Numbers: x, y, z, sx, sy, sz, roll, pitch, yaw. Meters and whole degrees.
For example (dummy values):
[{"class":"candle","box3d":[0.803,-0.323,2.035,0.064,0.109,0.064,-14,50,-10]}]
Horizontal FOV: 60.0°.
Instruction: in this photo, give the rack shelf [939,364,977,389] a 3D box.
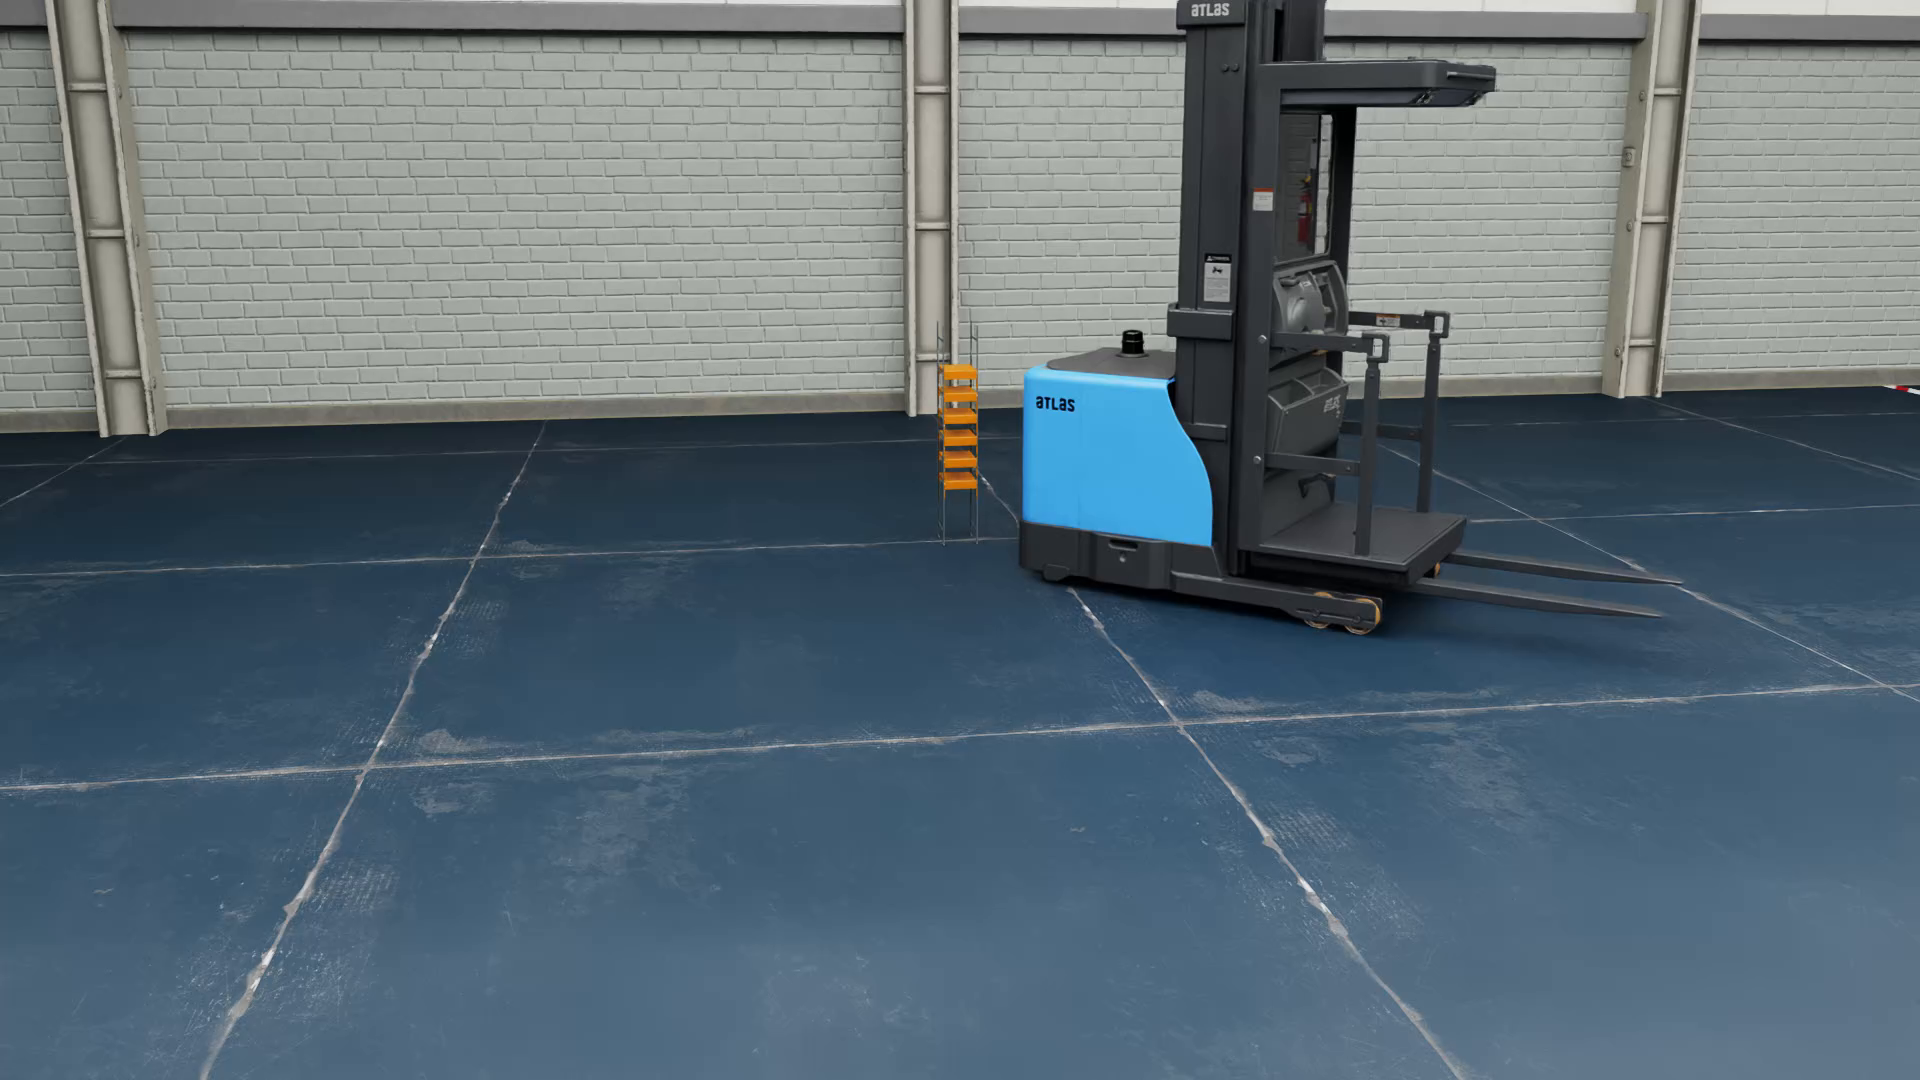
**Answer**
[{"class":"rack shelf","box3d":[-0.014,-0.888,8.997,0.180,0.103,0.258,-2,14,-8]}]

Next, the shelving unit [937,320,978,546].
[{"class":"shelving unit","box3d":[-0.014,-0.581,9.074,0.189,1.200,0.258,-2,14,-8]}]

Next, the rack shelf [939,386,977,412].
[{"class":"rack shelf","box3d":[-0.014,-0.771,9.026,0.180,0.103,0.258,-2,14,-8]}]

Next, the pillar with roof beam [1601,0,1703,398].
[{"class":"pillar with roof beam","box3d":[6.346,-4.566,8.928,0.400,9.000,9.100,-2,14,-8]}]

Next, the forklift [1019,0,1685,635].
[{"class":"forklift","box3d":[1.829,-1.140,7.744,3.031,2.935,1.130,8,16,30]}]

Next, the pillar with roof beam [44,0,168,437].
[{"class":"pillar with roof beam","box3d":[-5.520,-4.131,7.194,0.400,9.000,9.100,-2,14,-8]}]

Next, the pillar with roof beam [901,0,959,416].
[{"class":"pillar with roof beam","box3d":[0.413,-4.348,8.061,0.400,9.000,9.100,-2,14,-8]}]

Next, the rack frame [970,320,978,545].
[{"class":"rack frame","box3d":[0.076,-0.585,9.087,0.006,1.200,0.240,-2,14,-8]}]

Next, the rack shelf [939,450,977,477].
[{"class":"rack shelf","box3d":[-0.014,-0.422,9.114,0.180,0.103,0.258,-2,14,-8]}]

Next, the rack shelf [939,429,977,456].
[{"class":"rack shelf","box3d":[-0.014,-0.538,9.085,0.180,0.103,0.258,-2,14,-8]}]

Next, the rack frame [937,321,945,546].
[{"class":"rack frame","box3d":[-0.105,-0.578,9.061,0.006,1.200,0.240,-2,14,-8]}]

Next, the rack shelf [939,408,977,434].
[{"class":"rack shelf","box3d":[-0.014,-0.655,9.055,0.180,0.103,0.258,-2,14,-8]}]

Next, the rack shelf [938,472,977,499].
[{"class":"rack shelf","box3d":[-0.014,-0.306,9.143,0.180,0.103,0.258,-2,14,-8]}]
